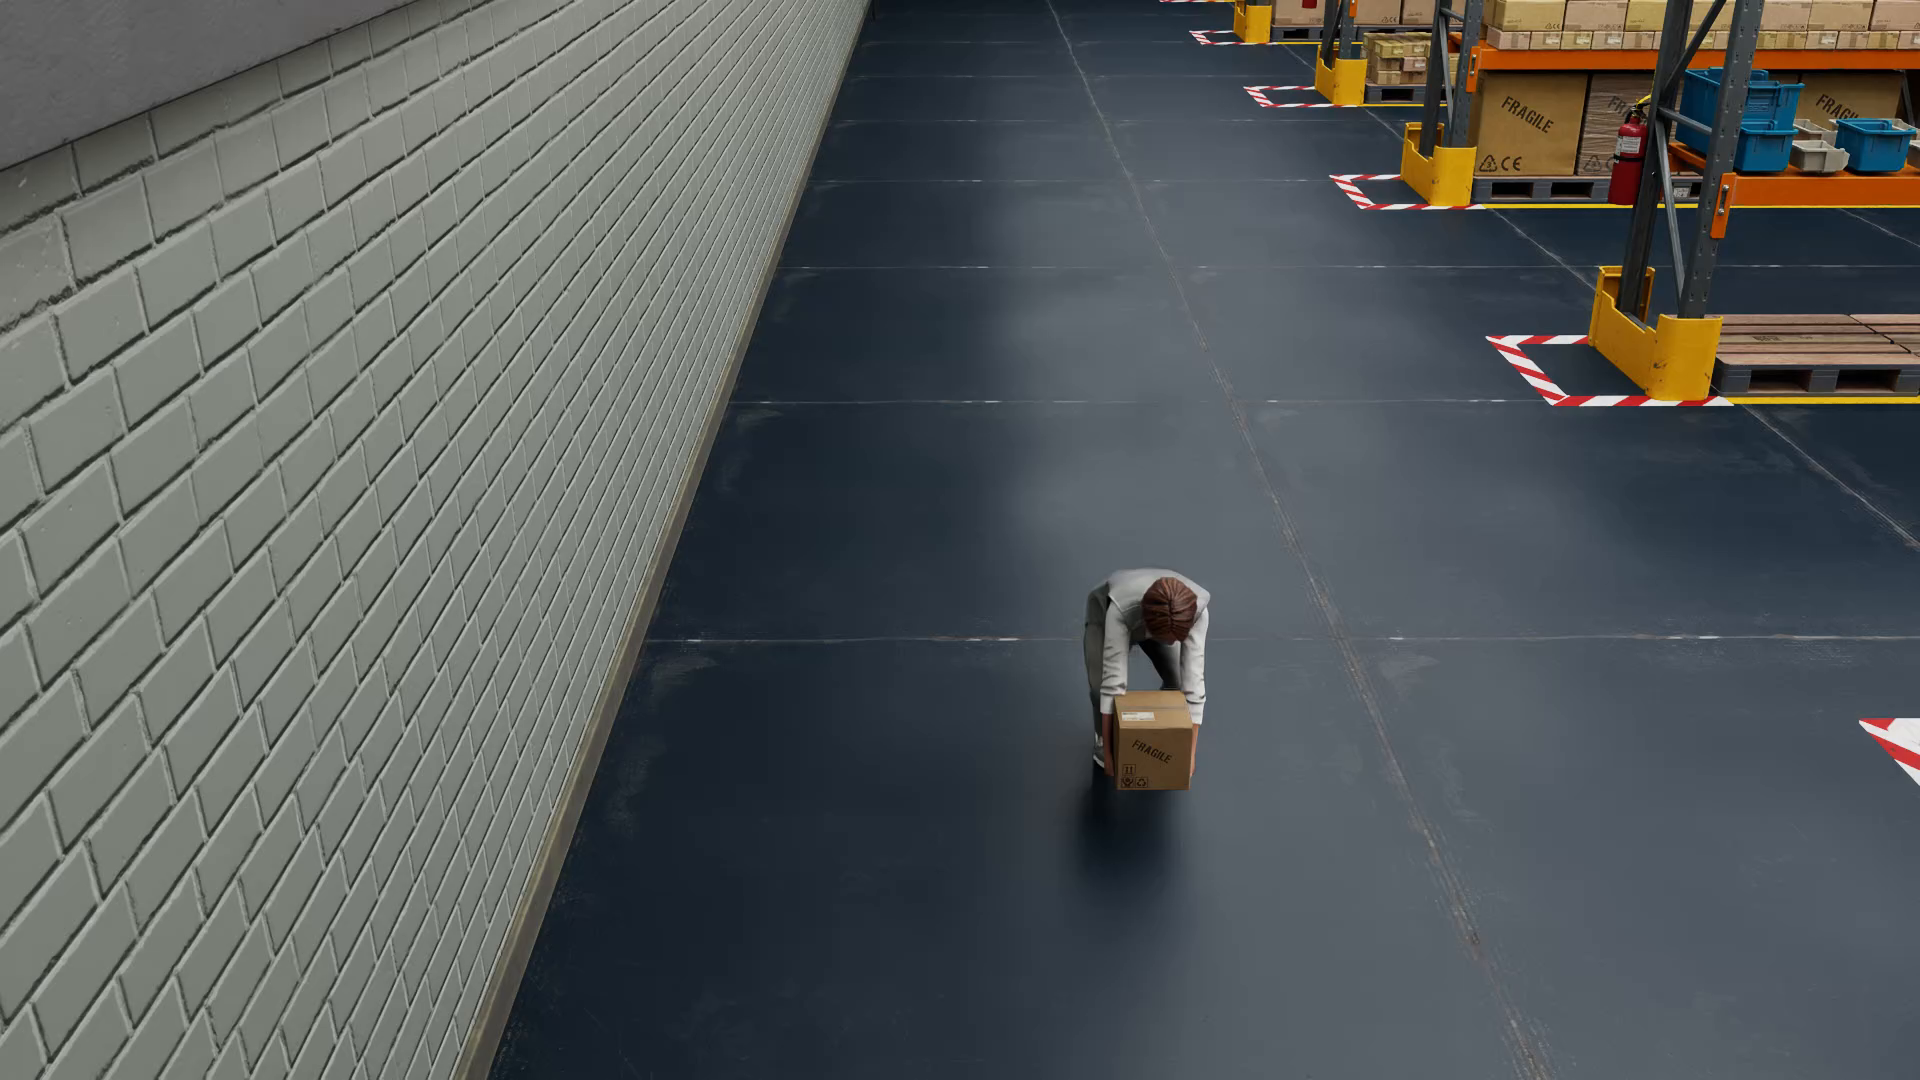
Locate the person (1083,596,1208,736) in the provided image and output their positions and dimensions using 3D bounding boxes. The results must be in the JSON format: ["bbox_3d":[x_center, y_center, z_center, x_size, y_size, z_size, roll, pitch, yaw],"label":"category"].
[{"bbox_3d":[0.664,0.423,6.050,0.419,0.742,0.704,-1,24,-2],"label":"person"}]
